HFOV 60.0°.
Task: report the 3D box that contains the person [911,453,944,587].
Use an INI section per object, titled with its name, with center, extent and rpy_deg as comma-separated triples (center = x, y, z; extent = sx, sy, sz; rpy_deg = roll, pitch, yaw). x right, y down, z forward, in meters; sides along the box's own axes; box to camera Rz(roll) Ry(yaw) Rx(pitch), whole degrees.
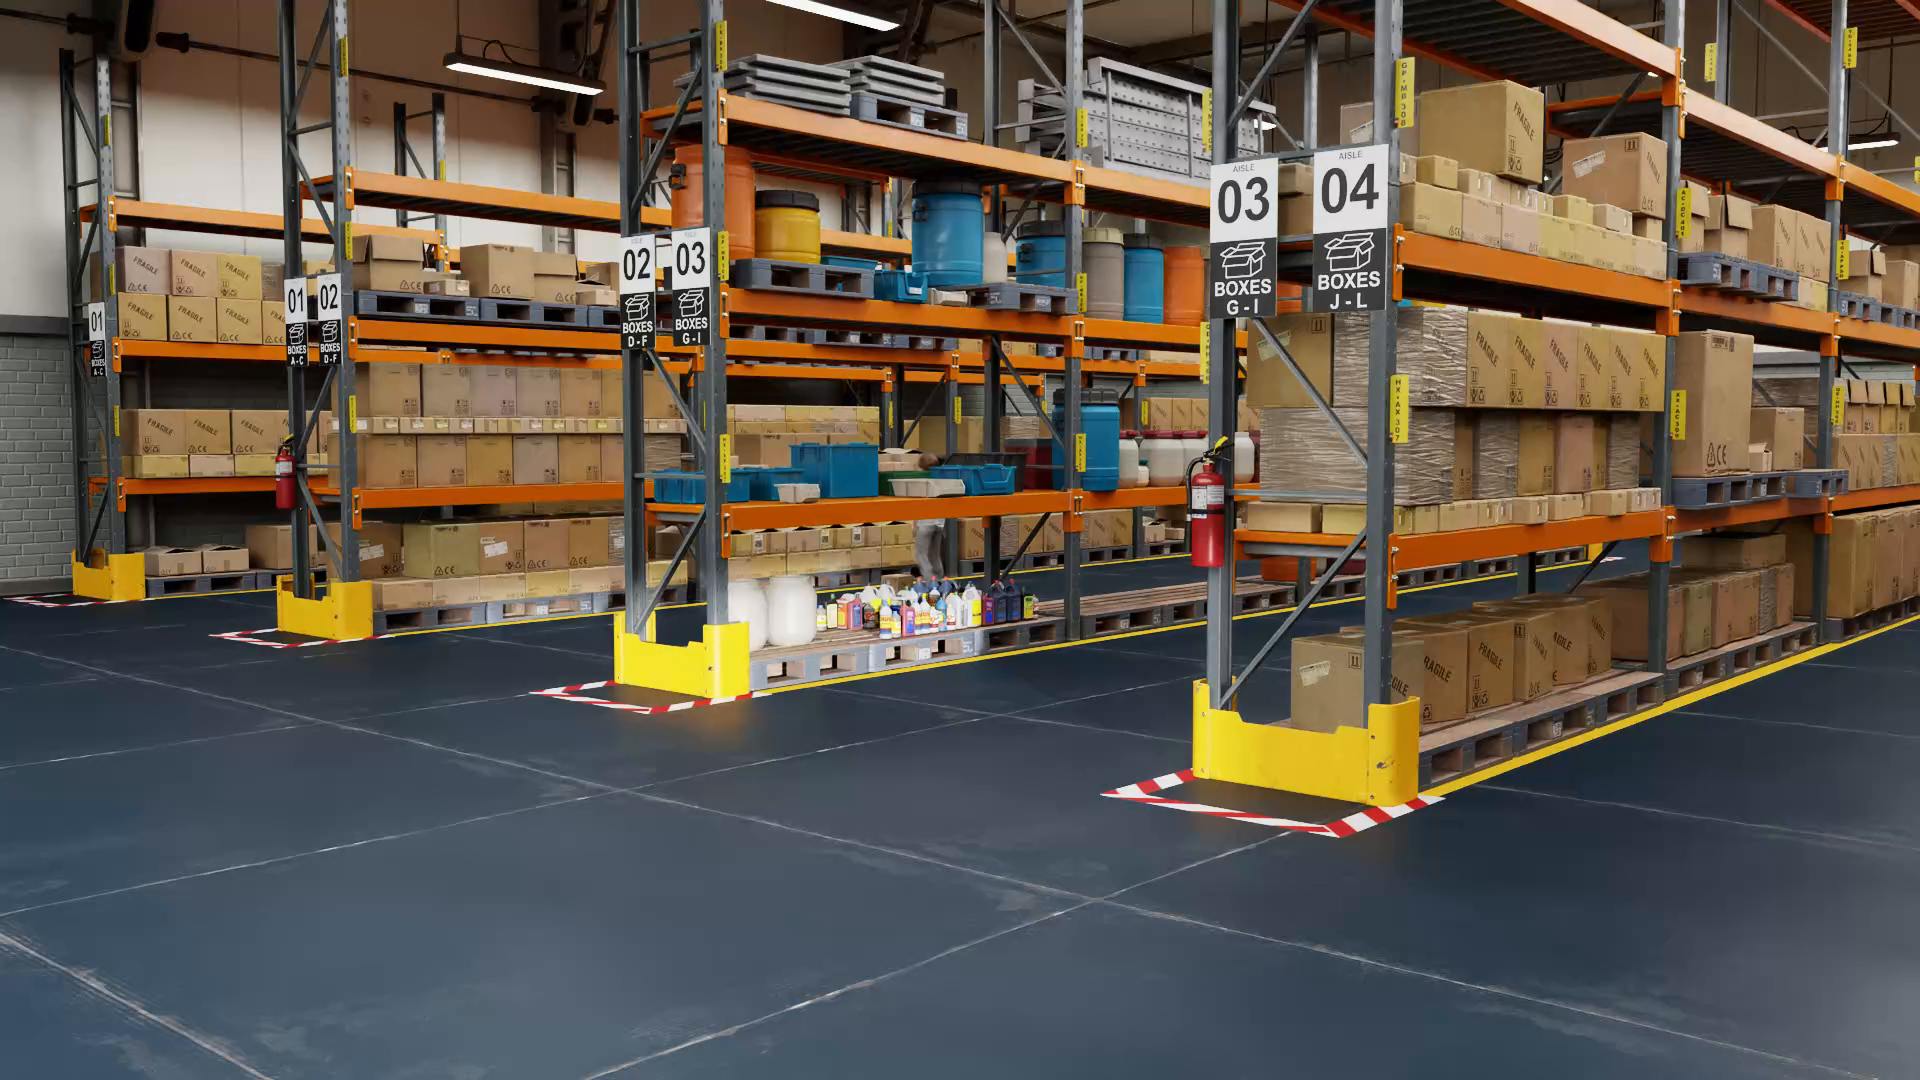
[person]
center = -0.345, -0.126, 17.822
extent = 0.299, 1.582, 0.407
rpy_deg = 3, 5, 42
